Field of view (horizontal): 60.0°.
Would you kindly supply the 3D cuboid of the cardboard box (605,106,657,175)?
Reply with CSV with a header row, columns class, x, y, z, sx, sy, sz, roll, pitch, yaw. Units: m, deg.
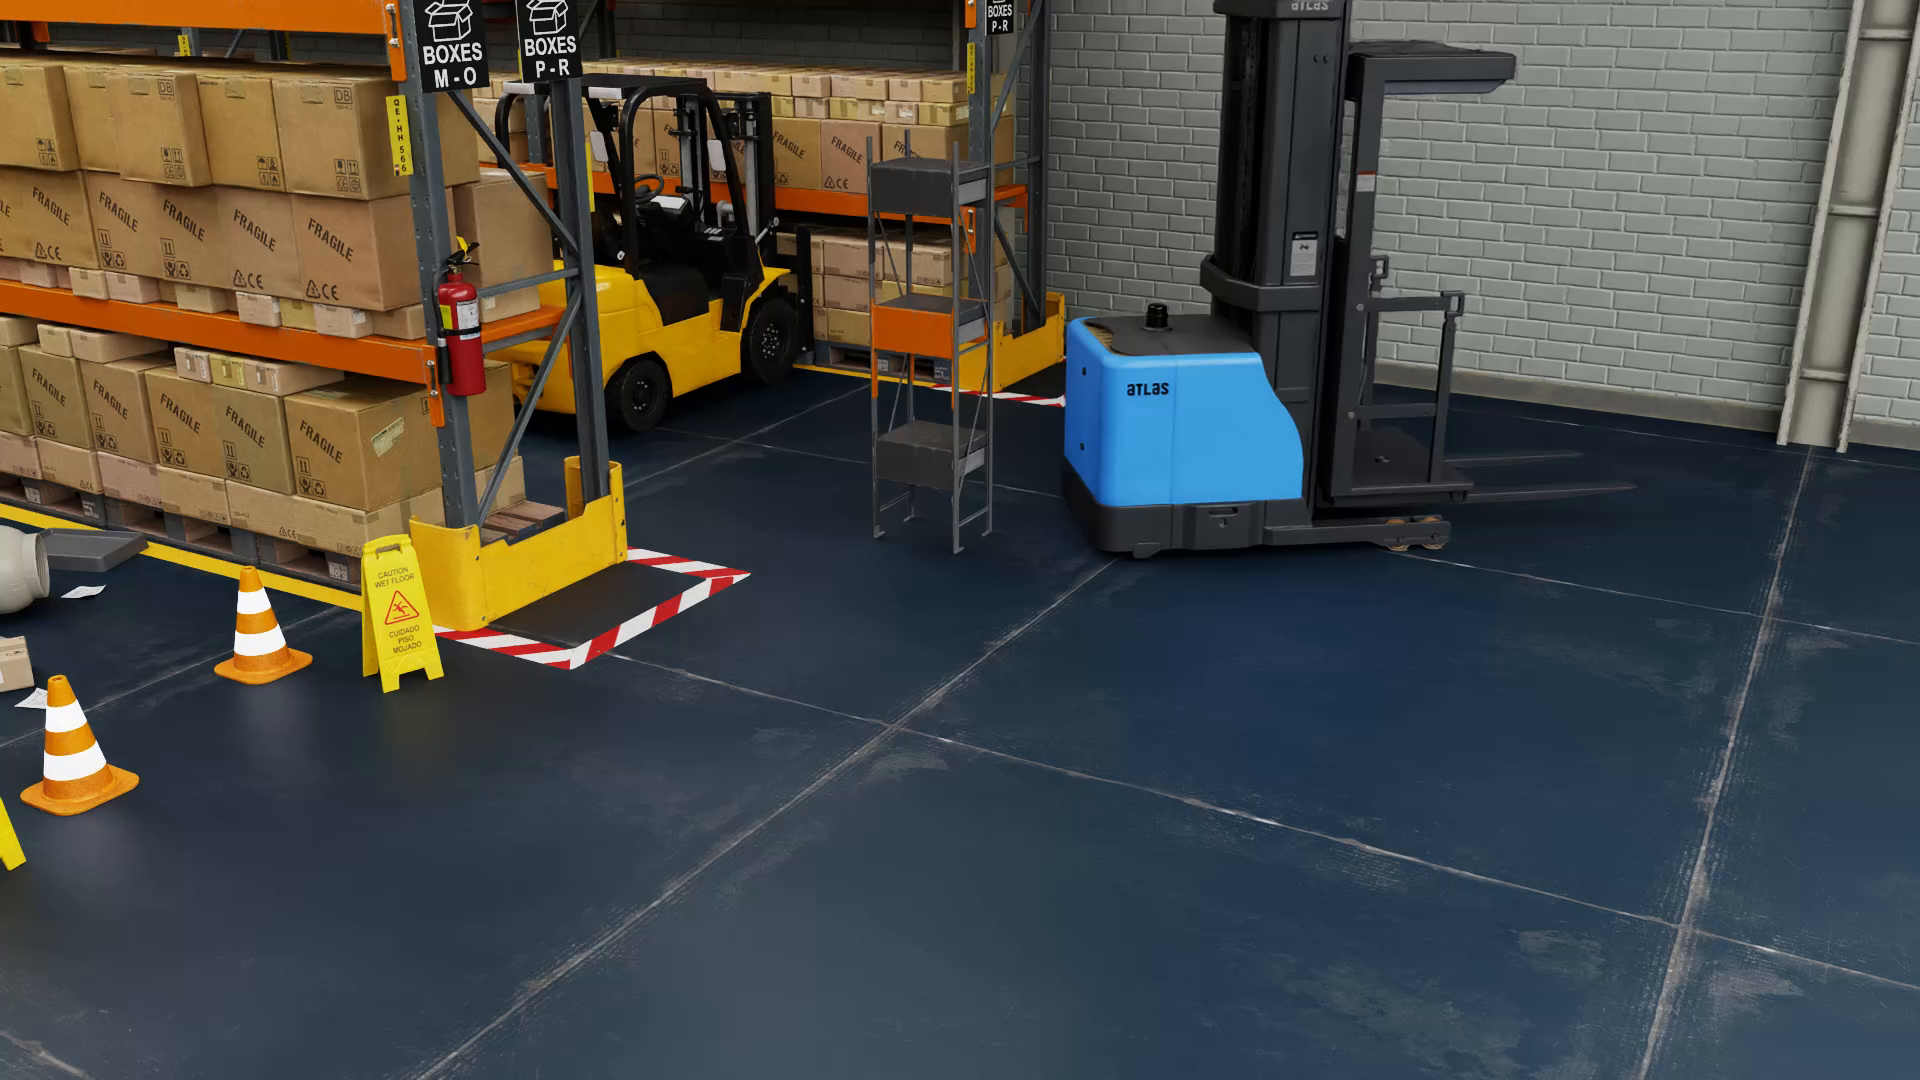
class,x,y,z,sx,sy,sz,roll,pitch,yaw
cardboard box,-2.417,-3.125,12.934,0.500,0.500,0.500,11,23,28

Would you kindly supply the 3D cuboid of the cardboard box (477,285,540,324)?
class,x,y,z,sx,sy,sz,roll,pitch,yaw
cardboard box,-2.261,-1.167,8.053,0.250,0.149,0.380,11,23,28

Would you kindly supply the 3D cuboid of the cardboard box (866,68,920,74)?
class,x,y,z,sx,sy,sz,roll,pitch,yaw
cardboard box,-0.495,-3.396,12.294,0.250,0.149,0.380,11,23,28

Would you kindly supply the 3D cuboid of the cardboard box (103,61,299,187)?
class,x,y,z,sx,sy,sz,roll,pitch,yaw
cardboard box,-3.551,-1.985,7.889,0.500,0.500,0.700,10,22,27

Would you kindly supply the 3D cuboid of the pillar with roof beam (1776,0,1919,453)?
class,x,y,z,sx,sy,sz,roll,pitch,yaw
pillar with roof beam,3.323,-3.571,5.512,0.400,9.000,9.100,11,23,27

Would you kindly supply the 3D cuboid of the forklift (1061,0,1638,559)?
class,x,y,z,sx,sy,sz,roll,pitch,yaw
forklift,2.128,-1.494,8.686,3.031,2.935,1.130,-3,20,-8

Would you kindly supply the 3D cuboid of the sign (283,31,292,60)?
class,x,y,z,sx,sy,sz,roll,pitch,yaw
sign,-6.364,-4.686,15.687,0.005,0.325,0.100,11,23,27

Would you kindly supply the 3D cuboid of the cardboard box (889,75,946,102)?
class,x,y,z,sx,sy,sz,roll,pitch,yaw
cardboard box,-0.293,-3.166,11.661,0.250,0.149,0.380,11,23,27

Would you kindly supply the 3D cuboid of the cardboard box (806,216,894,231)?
class,x,y,z,sx,sy,sz,roll,pitch,yaw
cardboard box,-0.844,-2.325,12.827,0.500,0.250,0.500,11,22,27

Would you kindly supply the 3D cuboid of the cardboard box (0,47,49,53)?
class,x,y,z,sx,sy,sz,roll,pitch,yaw
cardboard box,-5.279,-2.352,8.901,0.500,0.500,0.700,11,22,27

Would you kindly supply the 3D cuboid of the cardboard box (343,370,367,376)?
class,x,y,z,sx,sy,sz,roll,pitch,yaw
cardboard box,-3.114,-0.731,8.797,0.500,0.500,0.500,10,22,25

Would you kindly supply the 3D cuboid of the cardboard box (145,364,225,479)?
class,x,y,z,sx,sy,sz,roll,pitch,yaw
cardboard box,-3.786,-0.652,8.581,0.500,0.500,0.500,10,22,26

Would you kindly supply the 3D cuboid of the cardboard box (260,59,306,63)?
class,x,y,z,sx,sy,sz,roll,pitch,yaw
cardboard box,-6.249,-4.334,15.317,0.250,0.149,0.380,12,23,29

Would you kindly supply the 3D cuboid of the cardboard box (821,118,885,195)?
class,x,y,z,sx,sy,sz,roll,pitch,yaw
cardboard box,-0.654,-2.785,11.999,0.500,0.500,0.500,12,23,29

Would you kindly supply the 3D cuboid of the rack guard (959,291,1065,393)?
class,x,y,z,sx,sy,sz,roll,pitch,yaw
rack guard,0.373,-1.467,12.175,0.348,0.500,1.175,11,23,27

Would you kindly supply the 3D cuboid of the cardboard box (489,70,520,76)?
class,x,y,z,sx,sy,sz,roll,pitch,yaw
cardboard box,-3.768,-3.887,14.085,0.250,0.149,0.380,11,23,27

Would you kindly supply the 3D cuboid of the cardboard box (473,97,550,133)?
class,x,y,z,sx,sy,sz,roll,pitch,yaw
cardboard box,-3.693,-3.481,13.550,0.500,0.250,0.500,10,22,26

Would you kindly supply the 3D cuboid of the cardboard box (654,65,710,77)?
class,x,y,z,sx,sy,sz,roll,pitch,yaw
cardboard box,-2.092,-3.497,12.571,0.250,0.149,0.380,10,22,26

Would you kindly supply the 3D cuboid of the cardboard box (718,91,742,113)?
class,x,y,z,sx,sy,sz,roll,pitch,yaw
cardboard box,-1.649,-3.269,12.379,0.250,0.149,0.380,10,22,26

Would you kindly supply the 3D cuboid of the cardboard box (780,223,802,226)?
class,x,y,z,sx,sy,sz,roll,pitch,yaw
cardboard box,-1.534,-2.255,12.633,0.500,0.250,0.500,10,22,26

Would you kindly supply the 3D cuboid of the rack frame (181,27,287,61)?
class,x,y,z,sx,sy,sz,roll,pitch,yaw
rack frame,-6.632,-3.976,15.428,0.127,3.000,1.000,11,23,27

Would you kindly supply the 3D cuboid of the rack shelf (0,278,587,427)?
class,x,y,z,sx,sy,sz,roll,pitch,yaw
rack shelf,-3.811,-1.162,8.724,4.000,0.370,1.077,11,23,27

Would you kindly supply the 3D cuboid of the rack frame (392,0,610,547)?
class,x,y,z,sx,sy,sz,roll,pitch,yaw
rack frame,-2.065,-1.167,7.685,0.127,3.000,1.000,11,23,27

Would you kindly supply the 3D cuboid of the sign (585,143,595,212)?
class,x,y,z,sx,sy,sz,roll,pitch,yaw
sign,-1.800,-1.736,7.982,0.005,0.325,0.100,11,23,27

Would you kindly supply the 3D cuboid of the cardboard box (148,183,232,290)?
class,x,y,z,sx,sy,sz,roll,pitch,yaw
cardboard box,-3.543,-1.531,8.105,0.500,0.500,0.500,11,23,27

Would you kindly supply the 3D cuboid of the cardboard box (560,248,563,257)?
class,x,y,z,sx,sy,sz,roll,pitch,yaw
cardboard box,-2.868,-2.278,13.431,0.500,0.250,0.500,11,23,27

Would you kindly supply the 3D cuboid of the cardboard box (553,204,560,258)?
class,x,y,z,sx,sy,sz,roll,pitch,yaw
cardboard box,-3.601,-2.476,14.157,0.625,0.625,0.875,12,23,30

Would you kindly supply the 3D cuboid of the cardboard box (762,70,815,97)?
class,x,y,z,sx,sy,sz,roll,pitch,yaw
cardboard box,-1.226,-3.317,12.076,0.250,0.149,0.380,11,23,28

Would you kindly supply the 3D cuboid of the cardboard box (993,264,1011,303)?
class,x,y,z,sx,sy,sz,roll,pitch,yaw
cardboard box,0.043,-1.926,12.458,0.500,0.250,0.500,11,23,28

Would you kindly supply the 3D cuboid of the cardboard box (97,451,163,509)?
class,x,y,z,sx,sy,sz,roll,pitch,yaw
cardboard box,-4.238,-0.386,8.947,0.500,0.250,0.500,10,22,27

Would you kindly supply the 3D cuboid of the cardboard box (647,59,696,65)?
class,x,y,z,sx,sy,sz,roll,pitch,yaw
cardboard box,-2.277,-3.746,13.258,0.250,0.149,0.380,11,22,27

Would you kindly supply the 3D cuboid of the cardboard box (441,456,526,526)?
class,x,y,z,sx,sy,sz,roll,pitch,yaw
cardboard box,-2.634,-0.289,8.679,0.500,0.250,0.500,11,22,27

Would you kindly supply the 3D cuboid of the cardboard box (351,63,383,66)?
class,x,y,z,sx,sy,sz,roll,pitch,yaw
cardboard box,-5.331,-4.176,14.881,0.250,0.149,0.380,11,22,27

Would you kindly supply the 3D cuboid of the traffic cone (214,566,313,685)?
class,x,y,z,sx,sy,sz,roll,pitch,yaw
traffic cone,-3.069,0.338,7.256,0.334,0.463,0.336,11,23,27

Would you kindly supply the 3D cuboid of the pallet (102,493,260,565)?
class,x,y,z,sx,sy,sz,roll,pitch,yaw
pallet,-3.884,-0.218,9.157,1.213,0.211,1.003,11,23,27

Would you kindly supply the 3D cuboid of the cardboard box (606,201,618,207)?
class,x,y,z,sx,sy,sz,roll,pitch,yaw
cardboard box,-2.616,-2.662,13.754,0.500,0.250,0.500,11,23,28

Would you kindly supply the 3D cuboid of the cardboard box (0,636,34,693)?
class,x,y,z,sx,sy,sz,roll,pitch,yaw
cardboard box,-4.194,0.556,7.114,0.380,0.149,0.250,-11,23,-29

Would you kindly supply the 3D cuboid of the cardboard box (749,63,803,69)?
class,x,y,z,sx,sy,sz,roll,pitch,yaw
cardboard box,-1.405,-3.566,12.762,0.250,0.149,0.380,12,23,29

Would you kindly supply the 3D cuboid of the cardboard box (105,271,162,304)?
class,x,y,z,sx,sy,sz,roll,pitch,yaw
cardboard box,-4.093,-1.318,8.467,0.250,0.149,0.380,11,23,27

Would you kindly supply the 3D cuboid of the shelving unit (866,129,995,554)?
class,x,y,z,sx,sy,sz,roll,pitch,yaw
shelving unit,-0.144,-1.015,8.583,0.503,2.100,0.431,11,23,27

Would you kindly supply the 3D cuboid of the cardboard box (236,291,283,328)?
class,x,y,z,sx,sy,sz,roll,pitch,yaw
cardboard box,-3.224,-1.140,7.977,0.250,0.149,0.380,11,23,28

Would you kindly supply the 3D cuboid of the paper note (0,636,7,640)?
class,x,y,z,sx,sy,sz,roll,pitch,yaw
paper note,-4.368,0.455,7.595,0.123,0.001,0.032,11,23,27

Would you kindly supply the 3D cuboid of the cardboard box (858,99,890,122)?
class,x,y,z,sx,sy,sz,roll,pitch,yaw
cardboard box,-0.521,-3.067,11.823,0.250,0.149,0.380,11,23,28

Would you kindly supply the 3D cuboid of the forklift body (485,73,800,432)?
class,x,y,z,sx,sy,sz,roll,pitch,yaw
forklift body,-2.193,-2.019,11.277,1.214,2.155,2.313,11,23,27

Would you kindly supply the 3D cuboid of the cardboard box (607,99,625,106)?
class,x,y,z,sx,sy,sz,roll,pitch,yaw
cardboard box,-2.522,-3.454,12.890,0.250,0.149,0.380,11,23,27

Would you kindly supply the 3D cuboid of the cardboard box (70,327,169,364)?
class,x,y,z,sx,sy,sz,roll,pitch,yaw
cardboard box,-4.408,-1.049,8.724,0.250,0.149,0.380,12,23,30

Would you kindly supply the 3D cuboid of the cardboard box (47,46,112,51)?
class,x,y,z,sx,sy,sz,roll,pitch,yaw
cardboard box,-8.673,-4.522,16.170,0.500,0.500,0.700,11,23,27

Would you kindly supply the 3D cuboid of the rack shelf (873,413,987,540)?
class,x,y,z,sx,sy,sz,roll,pitch,yaw
rack shelf,-0.145,-0.344,8.826,0.480,0.518,0.431,11,23,27

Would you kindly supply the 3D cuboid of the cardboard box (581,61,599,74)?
class,x,y,z,sx,sy,sz,roll,pitch,yaw
cardboard box,-3.006,-3.661,13.026,0.250,0.149,0.380,11,23,28

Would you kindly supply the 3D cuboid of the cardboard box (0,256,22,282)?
class,x,y,z,sx,sy,sz,roll,pitch,yaw
cardboard box,-4.946,-1.505,8.984,0.250,0.149,0.380,11,23,27
